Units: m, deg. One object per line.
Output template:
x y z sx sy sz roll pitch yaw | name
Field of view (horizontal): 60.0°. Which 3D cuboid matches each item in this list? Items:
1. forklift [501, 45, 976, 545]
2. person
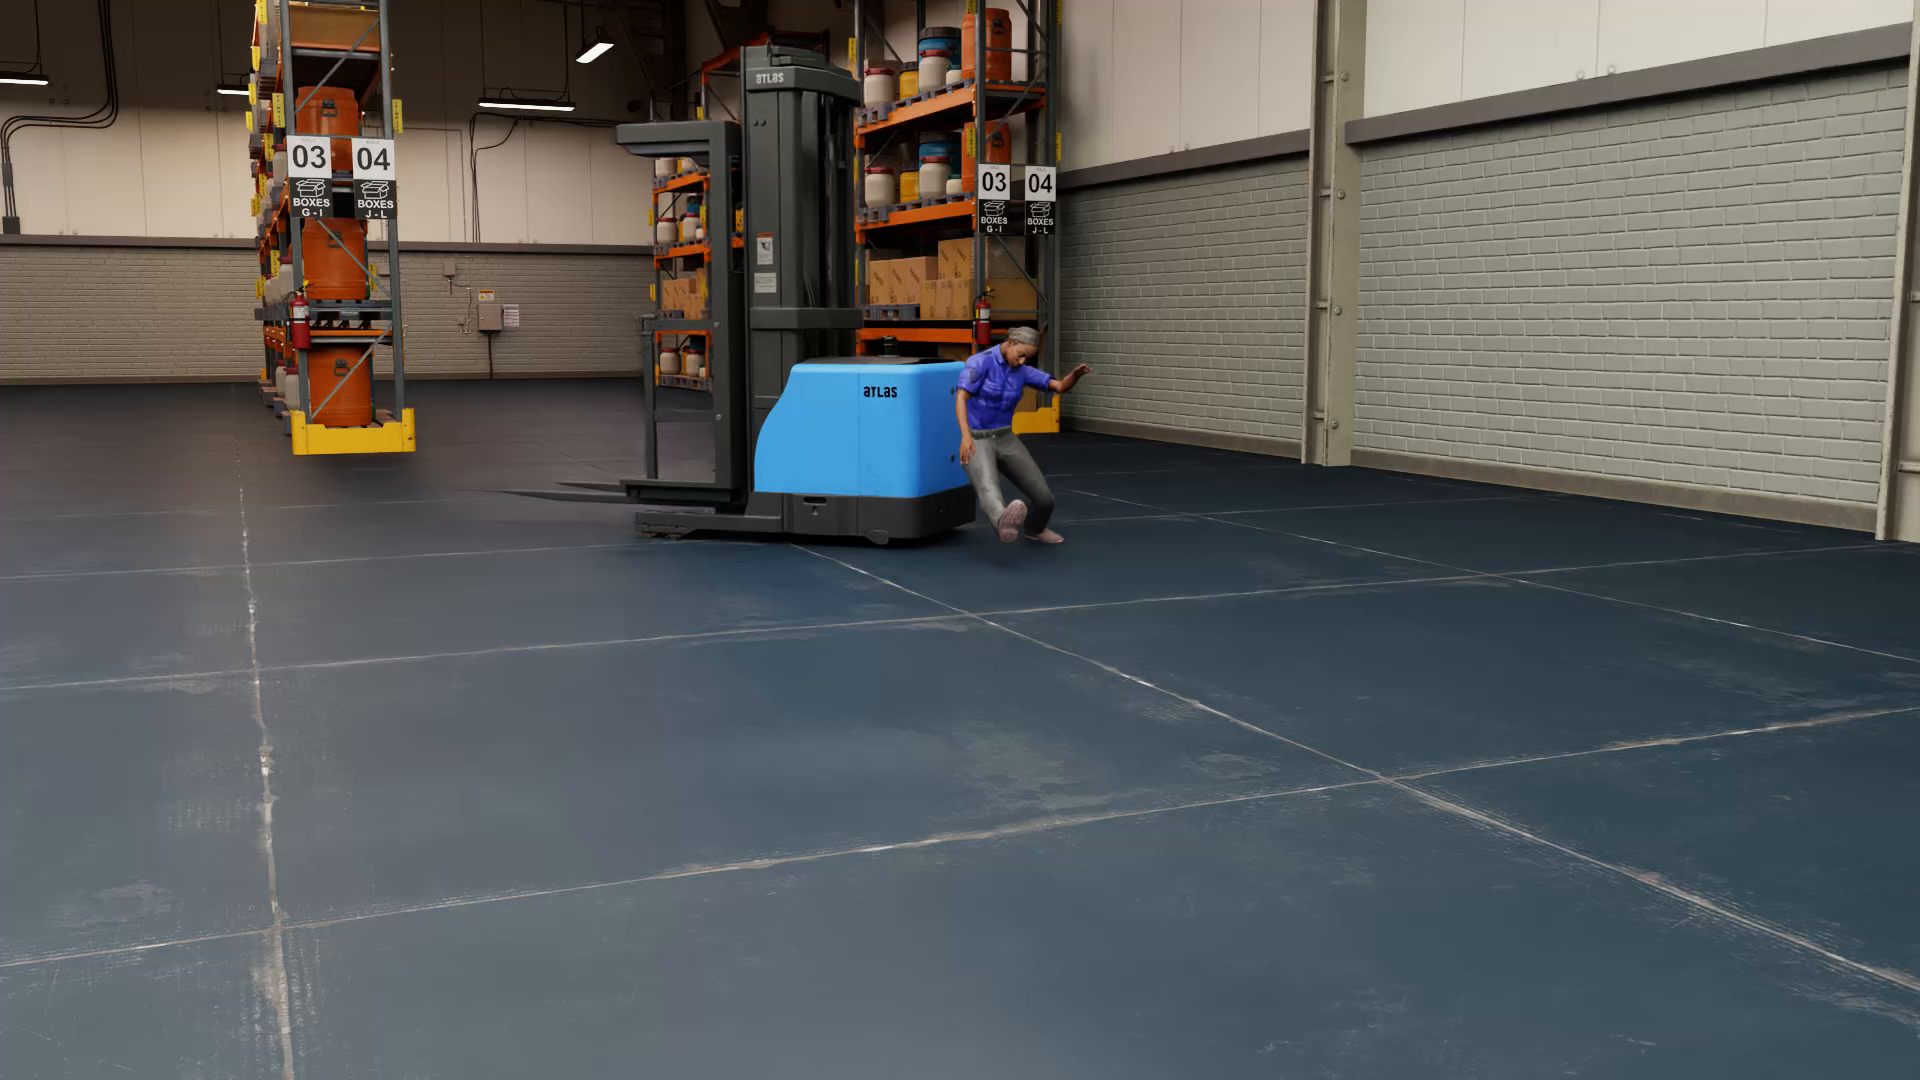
-1.472 -1.520 10.473 3.031 2.935 1.130 3 8 21 | forklift
0.382 -0.550 9.450 0.972 1.316 1.126 -5 9 -32 | person
